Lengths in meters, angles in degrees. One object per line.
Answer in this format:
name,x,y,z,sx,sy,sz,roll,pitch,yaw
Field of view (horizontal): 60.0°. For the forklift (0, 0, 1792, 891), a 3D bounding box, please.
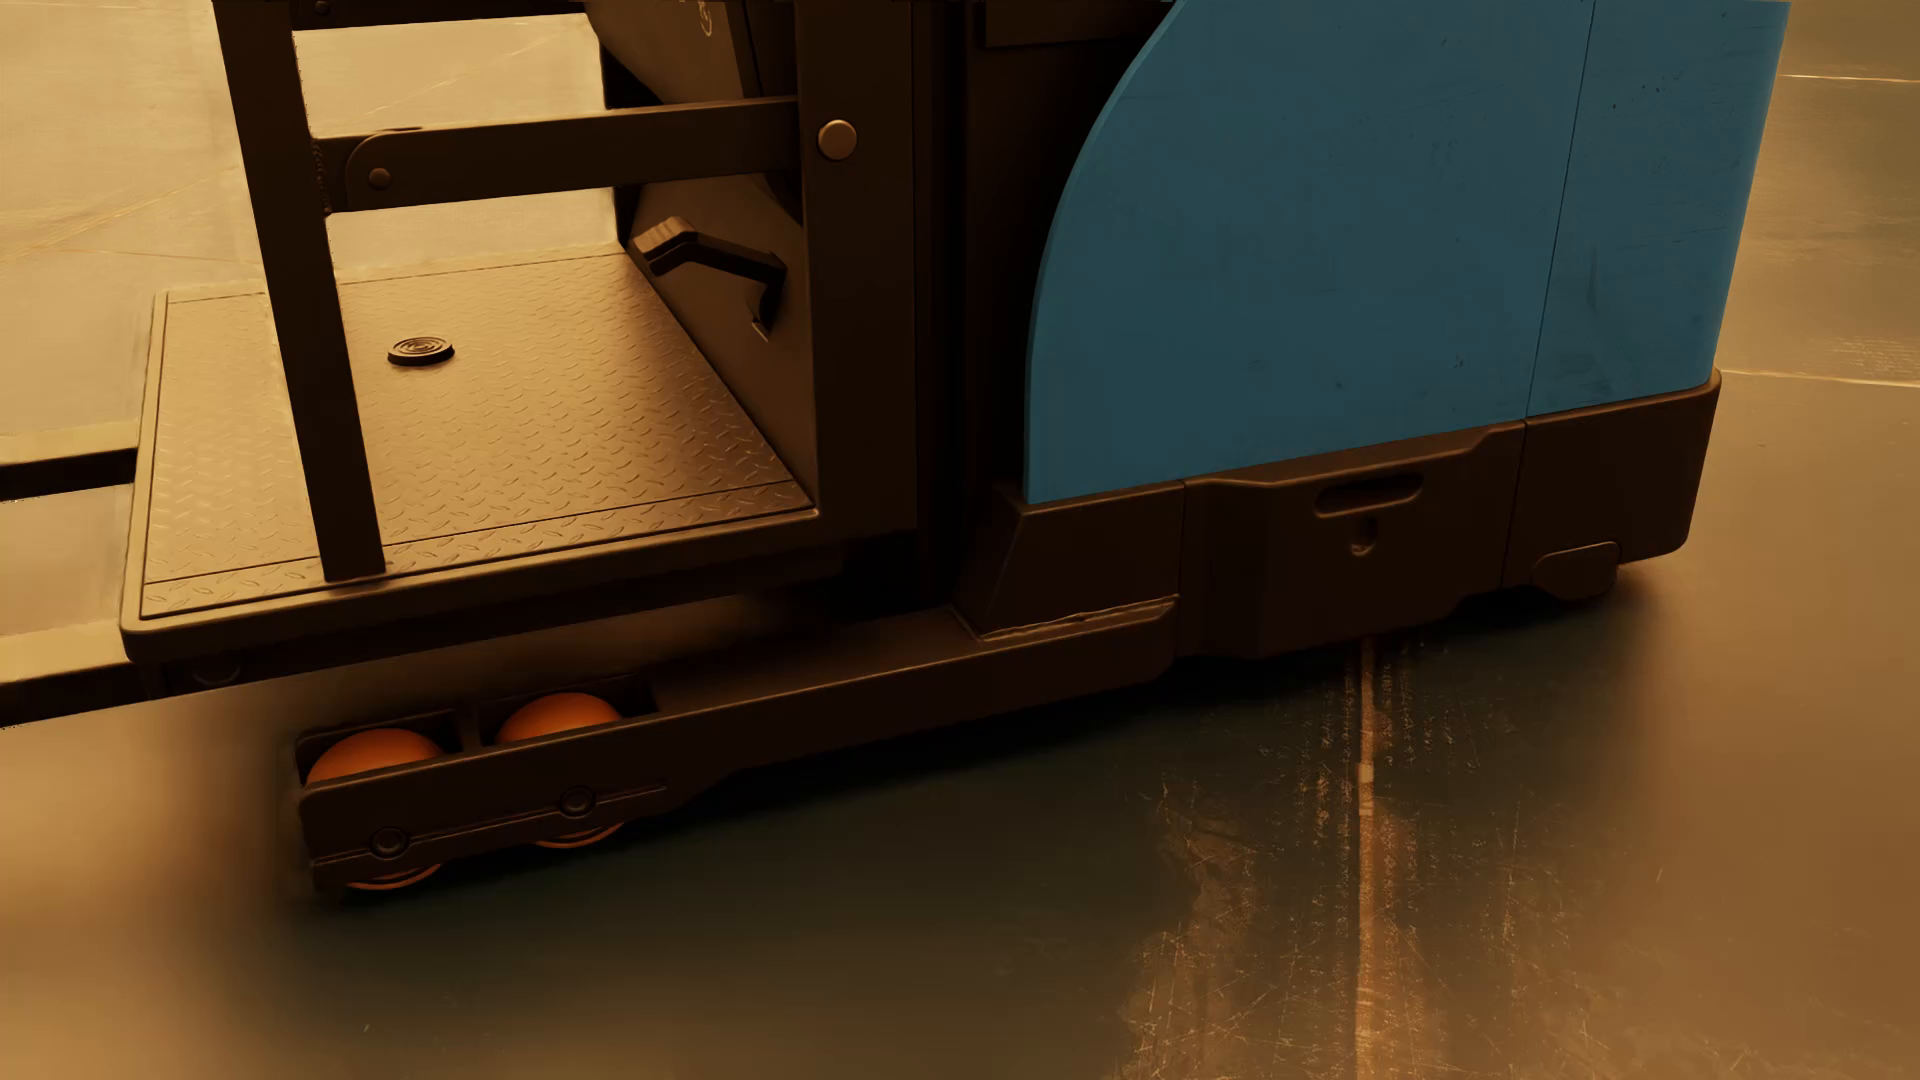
forklift,-0.534,-1.208,1.640,3.031,2.935,1.130,-10,29,-19
